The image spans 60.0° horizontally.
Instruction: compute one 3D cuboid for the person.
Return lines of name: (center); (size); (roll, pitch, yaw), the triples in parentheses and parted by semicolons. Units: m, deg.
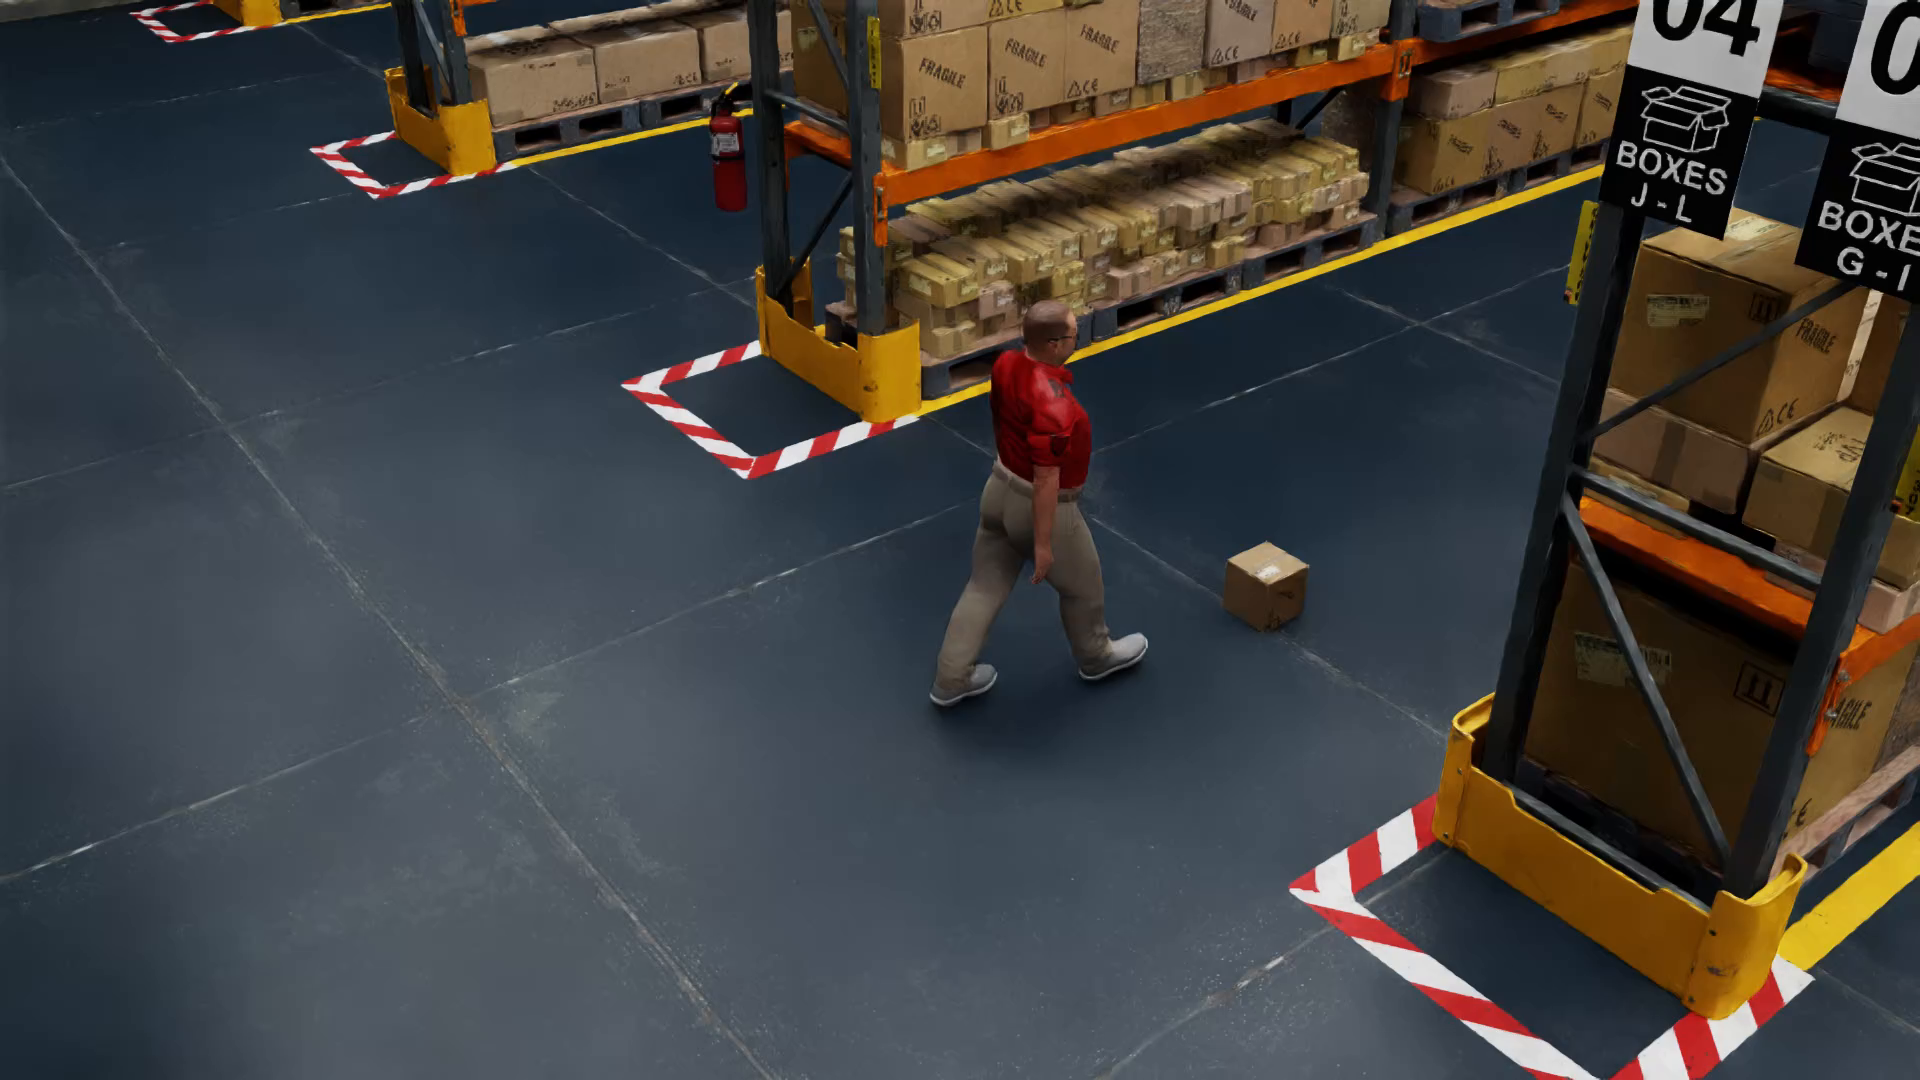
person: (0.307, -0.152, 6.410); (0.963, 1.686, 0.605); (-17, 36, -26)
